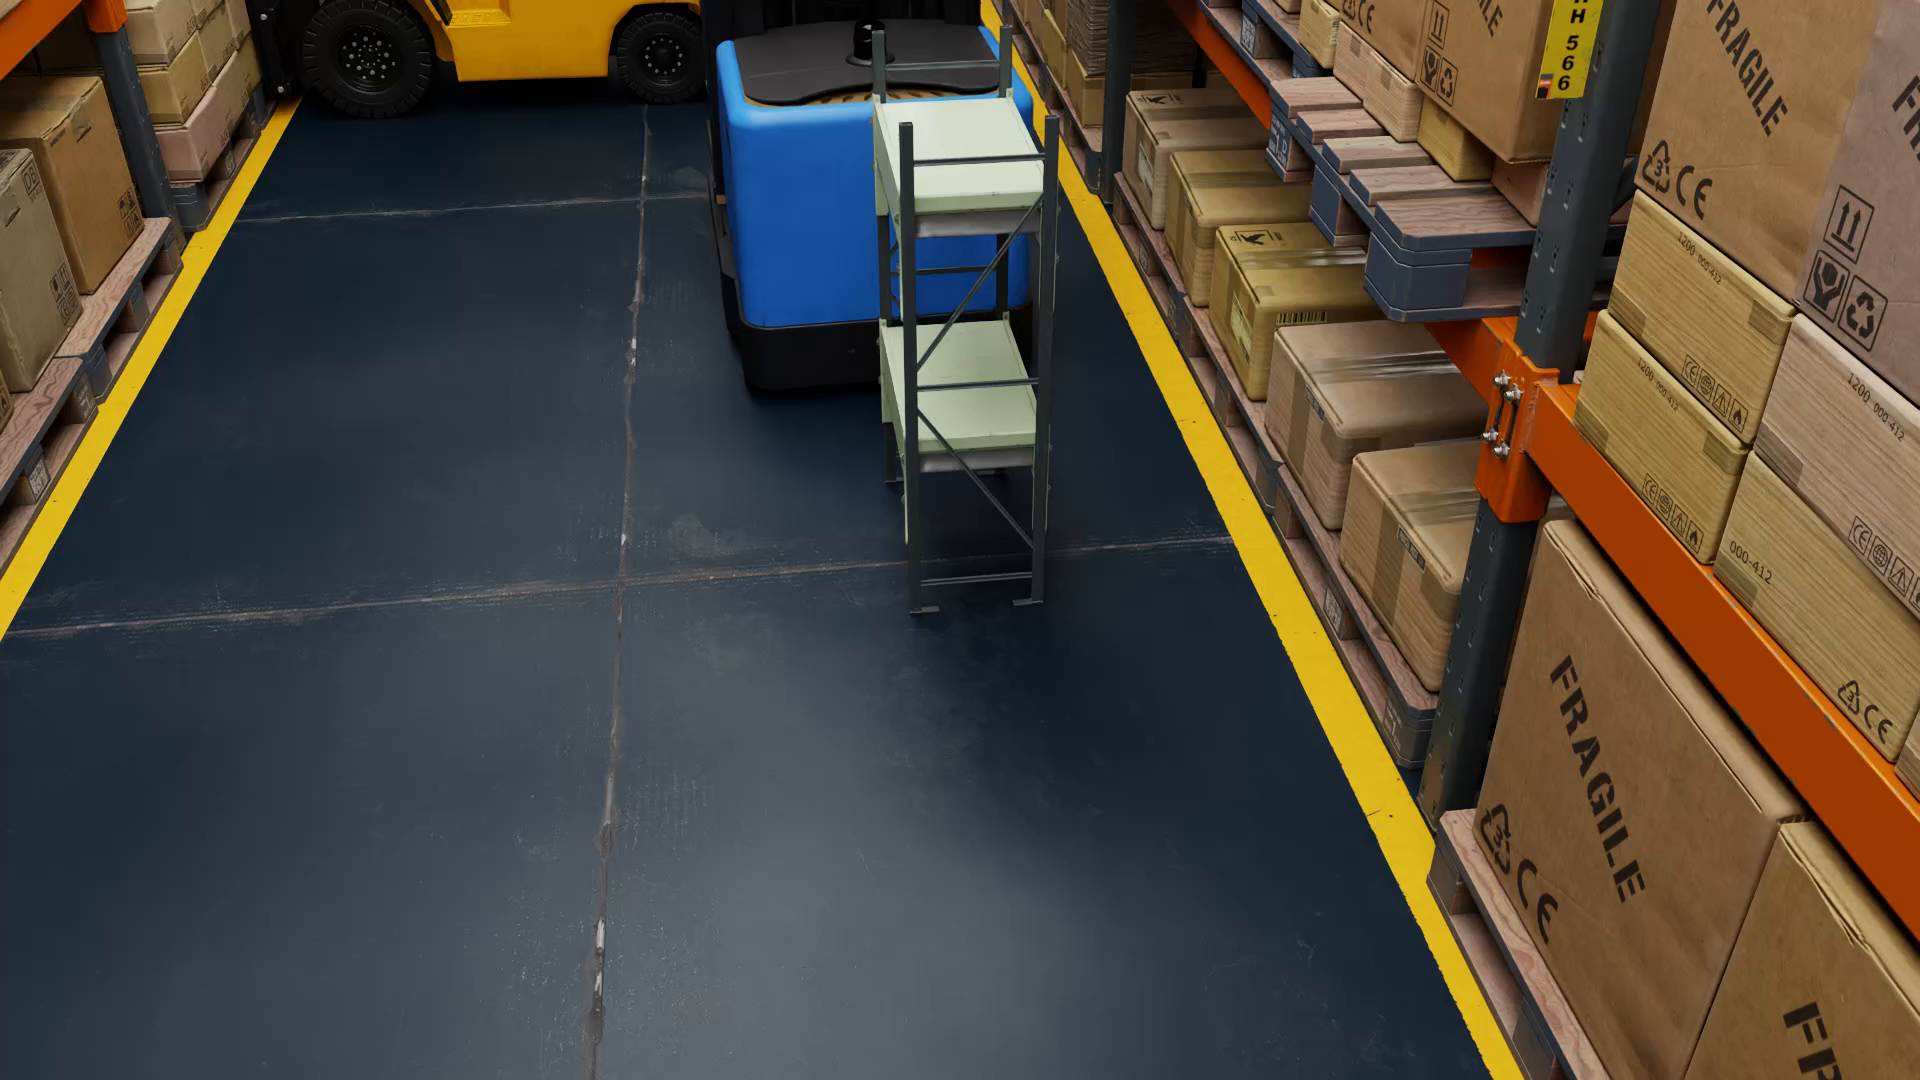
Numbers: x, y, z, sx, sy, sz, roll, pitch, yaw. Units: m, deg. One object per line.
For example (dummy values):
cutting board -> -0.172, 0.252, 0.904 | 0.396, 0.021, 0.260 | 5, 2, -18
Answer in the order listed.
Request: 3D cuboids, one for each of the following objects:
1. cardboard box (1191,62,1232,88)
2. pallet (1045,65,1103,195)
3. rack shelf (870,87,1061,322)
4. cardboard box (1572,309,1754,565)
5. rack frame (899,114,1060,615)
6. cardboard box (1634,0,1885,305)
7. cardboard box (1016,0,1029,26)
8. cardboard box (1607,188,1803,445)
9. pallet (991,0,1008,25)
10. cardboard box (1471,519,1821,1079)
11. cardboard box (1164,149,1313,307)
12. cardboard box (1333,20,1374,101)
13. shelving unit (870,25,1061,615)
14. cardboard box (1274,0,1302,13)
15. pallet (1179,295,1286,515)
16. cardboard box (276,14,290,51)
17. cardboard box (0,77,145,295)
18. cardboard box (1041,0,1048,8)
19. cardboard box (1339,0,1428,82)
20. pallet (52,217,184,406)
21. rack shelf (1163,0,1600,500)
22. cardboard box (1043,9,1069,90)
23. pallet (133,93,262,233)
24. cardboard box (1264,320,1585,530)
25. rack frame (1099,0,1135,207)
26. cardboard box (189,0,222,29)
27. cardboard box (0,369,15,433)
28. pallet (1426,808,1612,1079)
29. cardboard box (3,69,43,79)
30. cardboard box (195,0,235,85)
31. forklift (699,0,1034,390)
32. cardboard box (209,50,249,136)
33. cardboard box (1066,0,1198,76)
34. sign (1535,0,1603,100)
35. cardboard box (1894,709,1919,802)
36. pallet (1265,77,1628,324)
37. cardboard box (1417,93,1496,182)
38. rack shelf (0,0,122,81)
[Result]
cardboard box -> 1.322, -2.190, 7.869 | 0.500, 0.250, 0.500 | -6, 35, -9
pallet -> 1.009, -2.023, 8.031 | 1.003, 0.211, 1.213 | -4, 35, -6
rack shelf -> -0.001, -0.946, 4.613 | 0.431, 0.370, 0.720 | -4, 35, -6
cardboard box -> 1.489, -0.217, 3.037 | 0.500, 0.250, 0.500 | -5, 35, -7
rack frame -> 0.048, -0.419, 4.533 | 0.400, 1.500, 0.023 | -4, 35, -6
cardboard box -> 1.496, -0.732, 2.683 | 0.500, 0.500, 0.500 | -5, 35, -8
cardboard box -> 0.578, -3.012, 9.075 | 0.500, 0.250, 0.500 | -2, 34, -3
cardboard box -> 1.495, -0.414, 2.883 | 0.500, 0.250, 0.500 | -5, 35, -7
pallet -> 0.681, -3.384, 10.029 | 1.003, 0.211, 1.213 | -4, 35, -6
cardboard box -> 1.683, 0.525, 3.329 | 0.875, 0.875, 0.875 | -5, 35, -7
cardboard box -> 1.307, -1.197, 6.304 | 0.950, 0.372, 0.625 | -2, 34, -3
cardboard box -> 1.183, -1.228, 4.239 | 0.380, 0.149, 0.250 | -6, 35, -9
shelving unit -> -0.001, -0.623, 4.833 | 0.431, 1.500, 0.755 | -4, 35, -6
cardboard box -> 1.108, -1.664, 4.879 | 0.380, 0.149, 0.250 | -5, 35, -8
pallet -> 1.408, -0.534, 5.846 | 1.003, 0.211, 1.213 | -4, 35, -6
cardboard box -> -3.738, -2.610, 8.485 | 0.500, 0.250, 0.500 | -3, 34, -5
cardboard box -> -3.703, -1.327, 6.269 | 0.875, 0.625, 0.625 | -3, 34, -4
cardboard box -> 0.649, -3.028, 8.433 | 0.500, 0.500, 0.500 | -3, 34, -4
cardboard box -> 1.255, -1.429, 3.957 | 0.500, 0.500, 0.500 | -5, 35, -7
pallet -> -3.646, -0.864, 6.331 | 1.003, 0.211, 1.213 | -4, 35, -6
rack shelf -> 1.403, -1.390, 5.264 | 1.077, 0.370, 4.000 | -4, 35, -6
cardboard box -> 0.707, -2.446, 8.245 | 0.500, 0.250, 0.500 | -5, 35, -8
pallet -> -3.849, -1.720, 7.586 | 1.003, 0.211, 1.213 | -4, 35, -6
cardboard box -> 1.499, -0.386, 5.113 | 0.950, 0.372, 0.625 | -5, 35, -7
rack frame -> 1.134, -2.803, 6.699 | 1.000, 3.000, 0.127 | -4, 35, -6
cardboard box -> -3.597, -2.455, 7.370 | 0.500, 0.250, 0.500 | -4, 35, -6
cardboard box -> -3.503, -0.474, 5.017 | 0.875, 0.625, 0.625 | -6, 35, -8
pallet -> 1.703, 1.027, 3.555 | 1.003, 0.211, 1.213 | -4, 35, -6
cardboard box -> -4.053, -1.925, 7.036 | 0.500, 0.250, 0.500 | -5, 35, -7
cardboard box -> -3.613, -2.243, 7.503 | 0.500, 0.250, 0.500 | -5, 35, -7
forklift -> -0.506, -2.567, 6.414 | 1.130, 2.935, 3.031 | -6, 35, -8
cardboard box -> -3.605, -2.039, 7.648 | 0.500, 0.250, 0.500 | -5, 35, -7
cardboard box -> 0.789, -2.460, 7.599 | 0.500, 0.500, 0.500 | -5, 35, -7
sign -> 1.136, -0.970, 3.052 | 0.100, 0.325, 0.005 | -4, 35, -6
cardboard box -> 1.640, 0.362, 2.189 | 0.500, 0.250, 0.500 | -3, 34, -5
pallet -> 1.471, -0.881, 4.050 | 1.213, 0.211, 1.003 | -4, 35, -6
cardboard box -> 1.287, -0.950, 3.830 | 0.380, 0.149, 0.250 | -4, 34, -6
rack shelf -> -3.515, -1.012, 4.710 | 1.077, 0.370, 4.000 | -4, 35, -6
